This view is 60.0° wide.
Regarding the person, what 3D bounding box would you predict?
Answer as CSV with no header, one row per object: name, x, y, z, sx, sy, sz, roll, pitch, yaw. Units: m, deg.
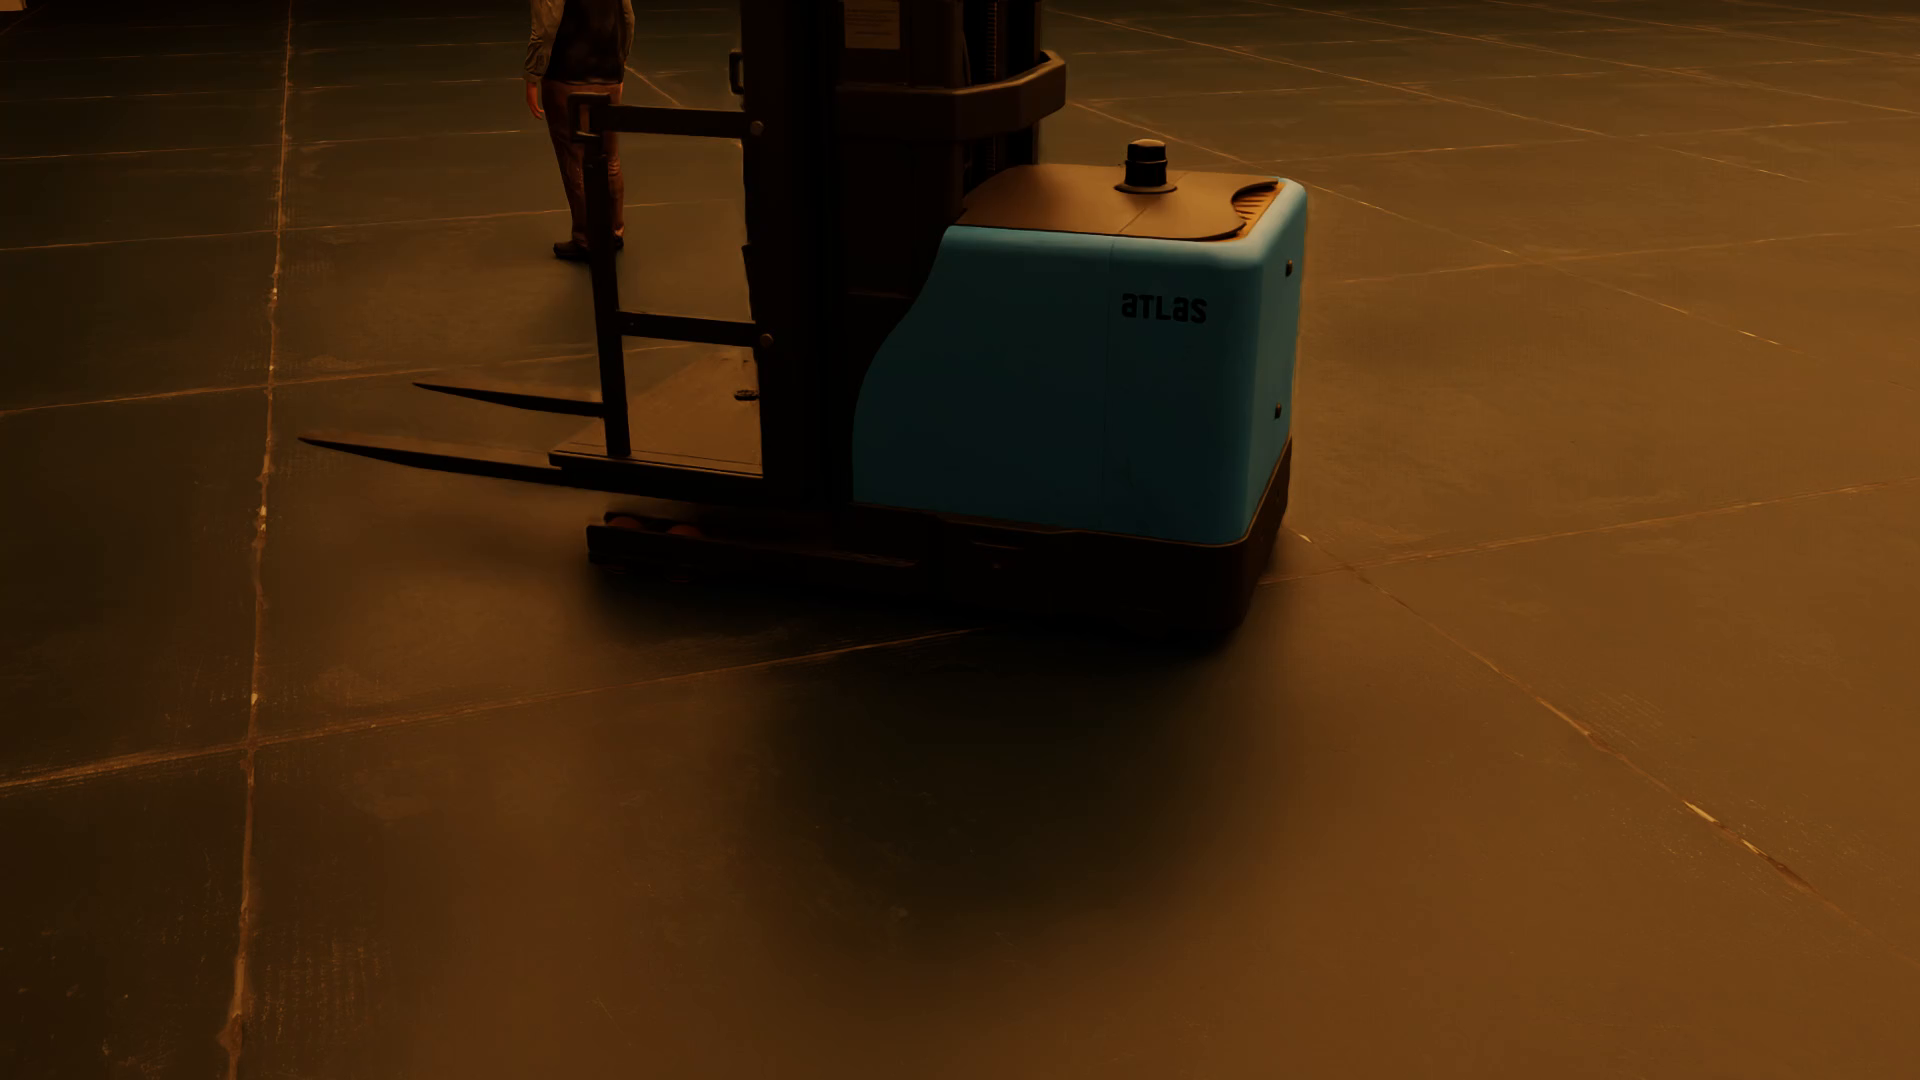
person,-1.909,-2.250,8.191,0.570,1.719,0.632,17,28,35

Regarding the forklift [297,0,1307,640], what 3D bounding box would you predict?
forklift,-0.564,-1.412,4.655,3.031,2.935,1.130,7,24,17
